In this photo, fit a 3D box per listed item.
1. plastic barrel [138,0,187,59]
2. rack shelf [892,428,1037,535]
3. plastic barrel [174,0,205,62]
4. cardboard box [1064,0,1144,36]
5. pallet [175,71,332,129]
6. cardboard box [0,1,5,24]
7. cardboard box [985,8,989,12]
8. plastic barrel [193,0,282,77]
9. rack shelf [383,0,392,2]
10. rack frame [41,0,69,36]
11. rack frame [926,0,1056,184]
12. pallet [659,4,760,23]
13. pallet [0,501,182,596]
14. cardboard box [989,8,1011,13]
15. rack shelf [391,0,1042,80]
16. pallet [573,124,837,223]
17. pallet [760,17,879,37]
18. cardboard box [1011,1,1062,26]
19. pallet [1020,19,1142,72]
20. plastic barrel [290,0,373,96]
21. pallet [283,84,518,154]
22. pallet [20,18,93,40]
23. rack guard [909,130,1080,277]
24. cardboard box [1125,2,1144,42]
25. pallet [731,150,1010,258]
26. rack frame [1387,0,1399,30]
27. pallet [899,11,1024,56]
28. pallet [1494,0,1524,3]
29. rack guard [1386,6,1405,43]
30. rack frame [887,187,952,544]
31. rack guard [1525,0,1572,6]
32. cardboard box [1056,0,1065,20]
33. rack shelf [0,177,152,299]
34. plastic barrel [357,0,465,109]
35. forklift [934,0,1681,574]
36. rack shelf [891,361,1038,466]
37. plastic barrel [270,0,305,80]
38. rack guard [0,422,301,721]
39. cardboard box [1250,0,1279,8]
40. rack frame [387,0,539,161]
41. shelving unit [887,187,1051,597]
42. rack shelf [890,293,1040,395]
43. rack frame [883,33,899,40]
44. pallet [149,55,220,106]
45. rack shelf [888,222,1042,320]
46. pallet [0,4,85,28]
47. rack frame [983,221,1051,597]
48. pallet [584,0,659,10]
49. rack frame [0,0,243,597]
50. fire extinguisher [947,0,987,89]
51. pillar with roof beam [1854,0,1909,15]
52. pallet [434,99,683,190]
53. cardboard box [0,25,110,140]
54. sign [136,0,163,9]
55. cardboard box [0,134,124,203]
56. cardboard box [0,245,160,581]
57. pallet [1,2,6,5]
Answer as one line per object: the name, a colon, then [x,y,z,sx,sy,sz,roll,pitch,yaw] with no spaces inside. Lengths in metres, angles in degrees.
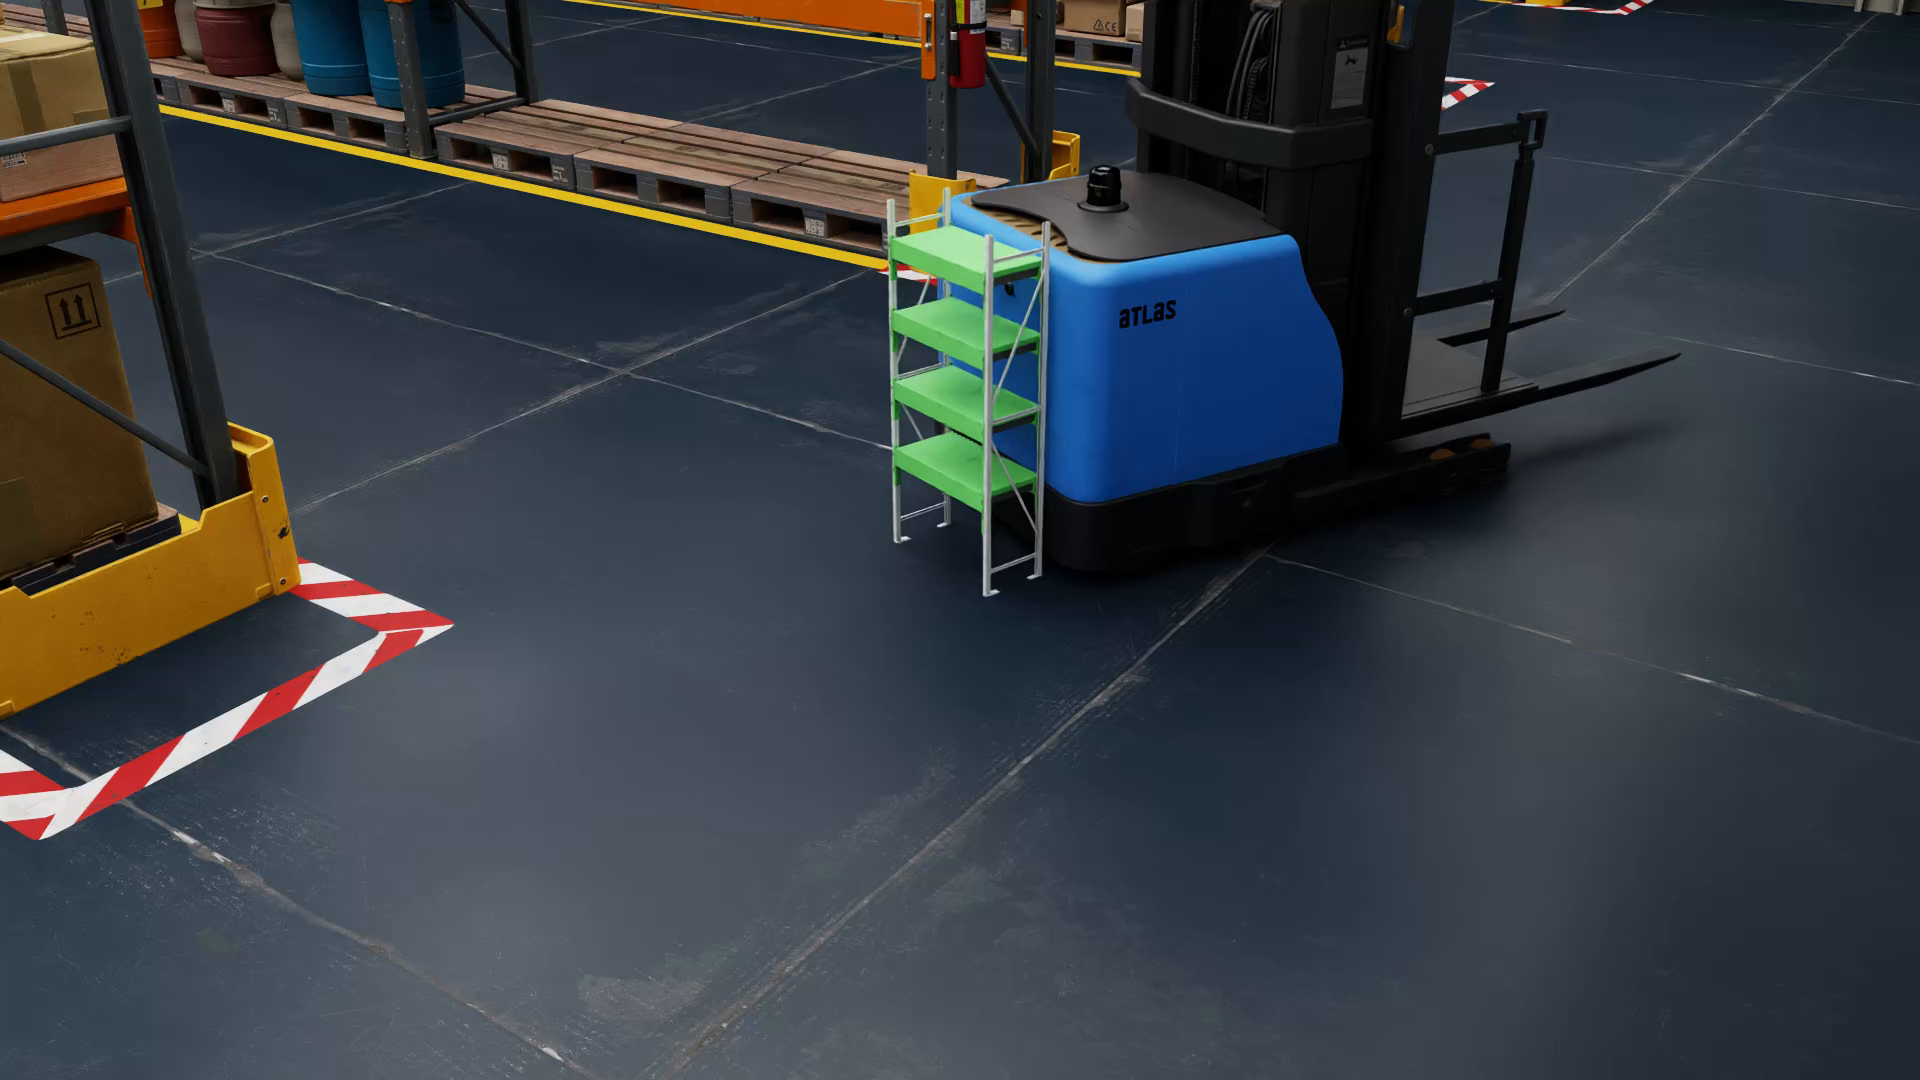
plastic barrel: [-6.014,-4.040,12.311,0.708,0.830,0.600,17,32,30]
rack shelf: [0.022,-0.201,5.492,0.258,0.148,0.480,-20,33,-33]
plastic barrel: [-5.498,-3.787,12.164,0.421,0.512,0.421,0,27,0]
cardboard box: [1.230,-4.366,13.290,0.637,0.503,0.797,17,32,30]
pallet: [-4.752,-3.196,11.798,1.213,0.211,1.003,17,32,30]
cardboard box: [-3.291,-1.786,4.963,0.500,0.500,0.500,16,31,29]
cardboard box: [-0.098,-4.572,13.907,0.500,0.311,0.500,17,32,30]
plastic barrel: [-5.083,-3.643,11.796,0.708,0.588,0.600,17,32,30]
rack shelf: [-4.778,-4.105,11.303,4.000,0.370,1.077,17,32,30]
rack frame: [-6.427,-4.939,12.149,0.127,3.000,1.000,17,32,30]
rack frame: [0.168,-2.885,8.112,0.127,3.000,1.000,17,32,30]
pallet: [-2.024,-5.028,15.398,1.213,0.211,1.003,17,32,30]
pallet: [-3.340,0.033,5.452,1.213,0.211,1.003,17,32,30]
cardboard box: [0.308,-4.805,14.155,0.500,0.500,0.500,17,32,30]
rack shelf: [-1.481,-3.078,9.284,4.000,0.370,1.077,17,32,30]
pallet: [-1.492,-2.182,9.805,1.213,0.211,1.003,17,32,30]
pallet: [-1.014,-4.715,14.783,1.213,0.211,1.003,17,32,30]
cardboard box: [0.620,-4.290,13.510,0.250,0.166,0.380,17,32,30]
pallet: [1.253,-4.031,13.438,1.213,0.211,1.003,17,32,30]
plastic barrel: [-4.152,-3.492,11.155,0.708,0.901,0.600,17,32,30]
pallet: [-3.742,-2.883,11.183,1.213,0.211,1.003,17,32,30]
pallet: [-7.043,-3.910,13.201,1.213,0.211,1.003,17,32,30]
rack guard: [0.195,-1.770,8.676,0.348,0.500,1.175,17,32,30]
cardboard box: [1.622,-4.009,12.868,0.500,0.250,0.500,17,32,30]
pallet: [-0.490,-1.869,9.189,1.213,0.211,1.003,17,32,30]
rack frame: [2.975,-4.736,11.749,0.127,3.000,1.000,17,32,30]
pallet: [0.244,-4.344,14.053,1.213,0.211,1.003,17,32,30]
pallet: [5.073,-5.522,16.369,1.213,0.211,1.003,17,32,30]
rack guard: [2.913,-3.642,12.354,0.348,0.500,1.175,17,32,30]
rack frame: [-0.129,-0.559,5.525,0.240,1.200,0.015,-20,33,-33]
rack guard: [5.797,-5.469,15.945,0.348,0.500,1.175,17,32,30]
cardboard box: [0.927,-4.528,13.820,0.500,0.311,0.500,17,32,30]
rack shelf: [-4.285,-1.226,5.646,4.000,0.370,1.077,17,32,30]
plastic barrel: [-3.568,-3.310,10.798,0.708,0.901,0.600,17,32,30]
forklift: [1.446,-1.664,5.788,3.031,2.935,1.130,-14,30,-26]
rack shelf: [0.022,-0.415,5.383,0.258,0.148,0.480,-20,33,-33]
plastic barrel: [-4.567,-3.497,11.594,0.421,0.512,0.421,0,27,0]
rack guard: [-2.617,0.087,5.028,0.348,0.500,1.175,17,32,30]
cardboard box: [2.388,-3.866,12.310,0.500,0.500,0.500,17,32,30]
rack frame: [-3.129,-3.912,10.130,0.127,3.000,1.000,17,32,30]
shelving unit: [0.022,-0.472,5.354,0.258,1.200,0.503,-20,33,-33]
rack shelf: [0.022,-0.629,5.274,0.258,0.148,0.480,-20,33,-33]
rack frame: [-0.322,-5.763,13.767,0.127,3.000,1.000,17,32,30]
pallet: [-5.753,-3.510,12.414,1.213,0.211,1.003,17,32,30]
rack shelf: [0.022,-0.843,5.166,0.258,0.148,0.480,-20,33,-33]
pallet: [-8.045,-4.224,13.817,1.213,0.211,1.003,17,32,30]
rack frame: [0.173,-0.385,5.183,0.240,1.200,0.015,-20,33,-33]
pallet: [-3.025,-5.342,16.014,1.213,0.211,1.003,17,32,30]
rack frame: [-2.636,-1.033,4.473,0.127,3.000,1.000,17,32,30]
fire extinguisher: [0.035,-2.476,7.804,0.183,0.674,0.296,17,32,30]
pillar with roof beam: [6.055,-7.283,10.140,0.400,9.000,9.100,17,32,30]
pallet: [-2.501,-2.495,10.420,1.213,0.211,1.003,17,32,30]
cardboard box: [-2.879,-1.323,4.881,0.500,0.250,0.500,16,31,29]
sign: [-2.317,-1.661,4.664,0.005,0.325,0.100,17,32,30]
cardboard box: [-2.742,-1.136,4.952,0.250,0.149,0.380,18,32,31]
cardboard box: [-3.209,-0.408,5.124,0.875,0.875,0.875,17,32,30]
pallet: [-9.054,-4.537,14.432,1.213,0.211,1.003,17,32,30]
